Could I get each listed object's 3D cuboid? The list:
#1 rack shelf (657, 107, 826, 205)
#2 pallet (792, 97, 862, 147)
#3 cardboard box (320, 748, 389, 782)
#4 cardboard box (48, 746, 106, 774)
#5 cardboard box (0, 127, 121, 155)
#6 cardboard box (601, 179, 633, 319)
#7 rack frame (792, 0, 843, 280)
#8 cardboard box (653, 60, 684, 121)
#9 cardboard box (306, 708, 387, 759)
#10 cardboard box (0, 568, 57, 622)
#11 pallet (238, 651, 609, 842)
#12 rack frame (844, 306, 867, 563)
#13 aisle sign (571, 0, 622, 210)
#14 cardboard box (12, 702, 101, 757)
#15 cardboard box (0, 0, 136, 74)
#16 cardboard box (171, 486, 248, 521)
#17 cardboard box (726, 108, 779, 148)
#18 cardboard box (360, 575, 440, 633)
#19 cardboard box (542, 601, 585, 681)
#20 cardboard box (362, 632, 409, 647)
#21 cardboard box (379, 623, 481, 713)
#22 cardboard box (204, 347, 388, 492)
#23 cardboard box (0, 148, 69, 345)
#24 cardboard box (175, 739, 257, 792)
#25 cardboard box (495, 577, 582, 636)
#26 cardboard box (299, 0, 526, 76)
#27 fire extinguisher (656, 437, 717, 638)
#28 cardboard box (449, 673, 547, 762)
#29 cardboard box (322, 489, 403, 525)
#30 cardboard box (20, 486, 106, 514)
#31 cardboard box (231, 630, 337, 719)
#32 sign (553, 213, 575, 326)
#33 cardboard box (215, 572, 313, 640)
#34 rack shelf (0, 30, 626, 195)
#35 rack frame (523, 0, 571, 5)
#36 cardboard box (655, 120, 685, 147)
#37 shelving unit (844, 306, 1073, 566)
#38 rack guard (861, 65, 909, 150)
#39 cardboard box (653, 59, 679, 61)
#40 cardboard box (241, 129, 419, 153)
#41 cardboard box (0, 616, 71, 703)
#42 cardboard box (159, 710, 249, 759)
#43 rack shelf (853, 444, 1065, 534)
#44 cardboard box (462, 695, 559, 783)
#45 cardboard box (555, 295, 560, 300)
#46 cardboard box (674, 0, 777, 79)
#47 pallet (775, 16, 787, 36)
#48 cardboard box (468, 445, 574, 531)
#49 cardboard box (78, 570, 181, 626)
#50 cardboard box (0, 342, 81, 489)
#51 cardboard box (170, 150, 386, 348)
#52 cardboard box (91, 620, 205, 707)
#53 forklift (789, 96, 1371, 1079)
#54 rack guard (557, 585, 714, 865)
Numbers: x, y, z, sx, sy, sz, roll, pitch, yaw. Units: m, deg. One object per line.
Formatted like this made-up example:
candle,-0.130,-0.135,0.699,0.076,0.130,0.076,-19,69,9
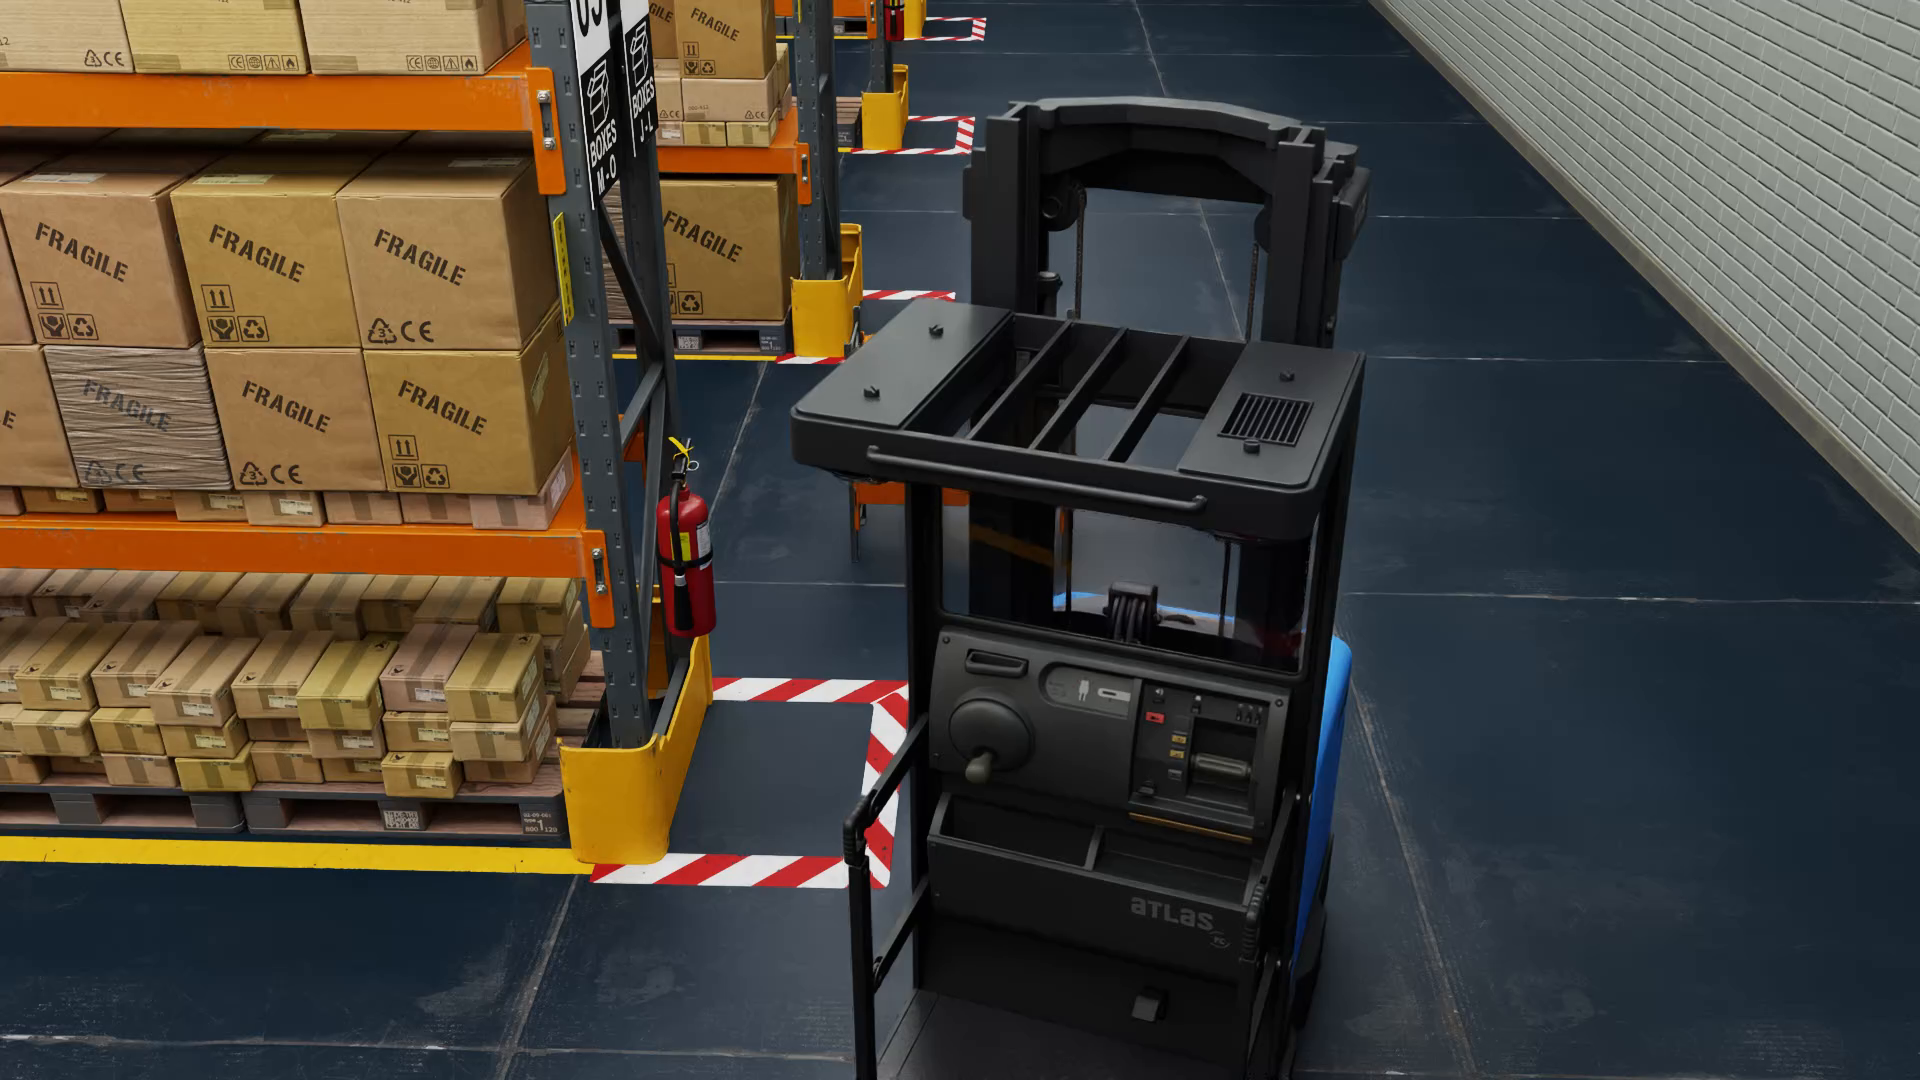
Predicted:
rack shelf,-2.876,-2.457,10.451,4.000,0.370,1.077,1,28,2
pallet,-1.525,-3.860,15.306,1.213,0.211,1.003,1,28,2
cardboard box,-2.208,0.739,6.248,0.250,0.149,0.380,1,28,2
cardboard box,-3.235,0.713,6.297,0.250,0.149,0.380,2,28,3
cardboard box,-3.125,-1.202,5.823,0.500,0.500,0.500,0,28,0
cardboard box,-2.429,-1.977,10.597,0.875,0.875,0.875,1,28,2
rack frame,-0.877,-2.742,10.220,0.127,3.000,1.000,1,28,2
cardboard box,-1.877,-2.700,9.982,0.500,0.250,0.500,0,28,1
cardboard box,-2.210,0.638,6.122,0.250,0.149,0.380,0,28,0
cardboard box,-3.749,0.196,6.639,0.250,0.149,0.380,0,28,-1
pallet,-2.040,0.779,6.555,1.213,0.211,1.003,1,28,2
rack frame,-0.501,-0.505,8.002,0.032,1.125,0.500,1,28,2
aisle sign,-1.091,-1.429,4.967,0.004,0.787,0.394,1,28,2
cardboard box,-3.260,0.631,6.135,0.250,0.149,0.380,1,28,2
cardboard box,-2.622,-1.584,4.993,0.500,0.250,0.500,2,28,4
cardboard box,-2.505,-0.214,5.720,0.250,0.149,0.380,0,28,0
cardboard box,-1.244,-2.483,9.999,0.250,0.149,0.380,1,28,3
cardboard box,-2.192,0.209,6.613,0.250,0.149,0.380,1,28,2
cardboard box,-1.667,0.392,6.586,0.250,0.149,0.380,2,28,4
cardboard box,-2.187,0.398,6.574,0.250,0.149,0.380,1,28,2
cardboard box,-1.940,0.468,6.125,0.250,0.149,0.380,1,28,3
cardboard box,-2.126,-0.495,5.558,0.500,0.500,0.500,1,28,1
cardboard box,-3.174,-0.950,5.348,0.500,0.500,0.500,0,28,0
cardboard box,-2.712,0.767,6.197,0.250,0.149,0.380,0,28,0
cardboard box,-1.665,0.222,6.590,0.250,0.149,0.380,0,28,-1
cardboard box,-1.617,-1.565,4.956,0.500,0.250,0.500,0,28,1
fire extinguisher,-0.917,-0.003,5.533,0.183,0.674,0.296,1,28,2
cardboard box,-1.690,0.646,6.107,0.250,0.149,0.380,0,28,0
cardboard box,-1.987,-0.203,5.698,0.250,0.149,0.380,1,28,1
cardboard box,-3.039,-0.243,5.775,0.250,0.149,0.380,1,28,3
cardboard box,-2.460,0.489,6.085,0.250,0.149,0.380,0,28,0
sign,-1.193,-0.814,5.009,0.005,0.325,0.100,1,28,2
cardboard box,-2.719,0.235,6.565,0.250,0.149,0.380,2,28,4
rack shelf,-3.152,-1.462,5.372,4.000,0.370,1.077,1,28,2
rack frame,-1.153,-3.073,4.438,0.127,3.000,1.000,1,28,2
cardboard box,-1.756,-2.491,10.014,0.250,0.149,0.380,1,28,2
shelving unit,0.007,-0.497,7.986,1.048,1.125,0.538,1,28,2
rack guard,-0.678,-3.962,15.189,0.348,0.500,1.175,1,28,2
cardboard box,-1.867,-2.947,10.449,0.500,0.250,0.500,1,28,1
cardboard box,-2.097,-1.176,5.775,0.500,0.500,0.500,2,28,3
cardboard box,-3.498,0.441,6.175,0.250,0.149,0.380,0,28,0
cardboard box,-2.728,0.635,6.127,0.250,0.149,0.380,1,28,3
rack shelf,0.007,-0.281,8.101,1.000,0.278,0.538,1,28,2
cardboard box,-1.686,0.741,6.245,0.250,0.149,0.380,1,28,3
cardboard box,-1.592,-0.734,6.008,0.500,0.500,0.500,2,28,4
cardboard box,-1.373,-3.023,9.793,0.500,0.500,0.500,1,28,2
pallet,-2.612,-6.182,19.687,1.213,0.211,1.003,1,28,2
cardboard box,-1.489,-0.184,5.663,0.250,0.149,0.380,1,28,2
cardboard box,-3.235,0.250,6.537,0.250,0.149,0.380,1,28,2
cardboard box,-3.131,-0.512,5.590,0.500,0.500,0.500,2,28,4
cardboard box,-2.125,-0.939,5.327,0.500,0.500,0.500,0,28,0
cardboard box,-2.990,0.455,6.150,0.250,0.149,0.380,0,28,0
forklift,0.300,0.532,4.116,1.130,2.935,3.031,10,29,17
rack guard,-1.229,0.681,6.431,0.348,0.500,1.175,1,28,2
